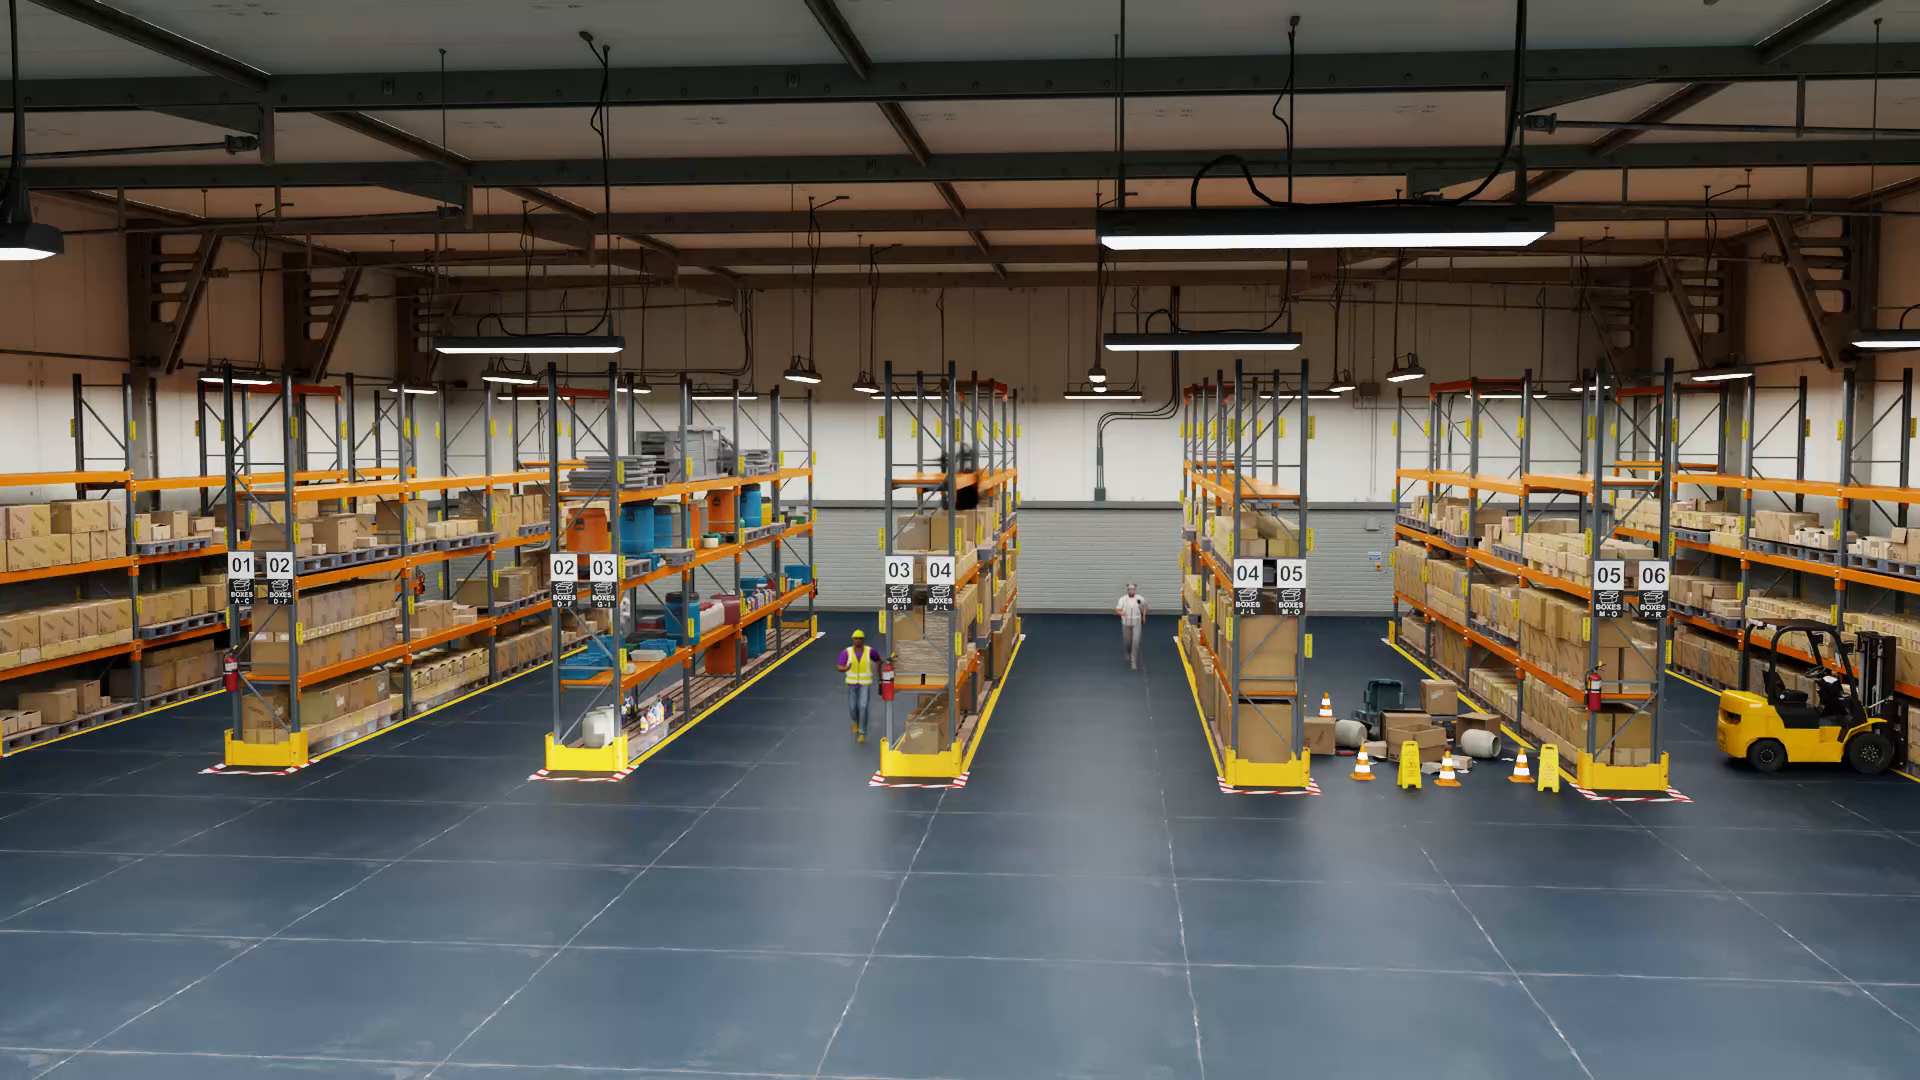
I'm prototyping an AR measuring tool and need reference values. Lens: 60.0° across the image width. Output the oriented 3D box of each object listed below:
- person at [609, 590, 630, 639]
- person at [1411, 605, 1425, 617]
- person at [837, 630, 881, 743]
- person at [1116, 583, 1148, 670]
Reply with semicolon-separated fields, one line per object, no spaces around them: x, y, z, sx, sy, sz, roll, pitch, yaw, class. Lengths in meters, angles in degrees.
-7.299;1.813;35.752;0.574;1.714;0.783;0;4;-3;person
11.229;1.501;40.410;0.756;1.718;0.586;-3;5;-40;person
-1.633;2.327;26.829;0.697;1.760;0.977;0;4;2;person
3.636;1.797;35.260;0.671;1.806;0.969;0;4;7;person
